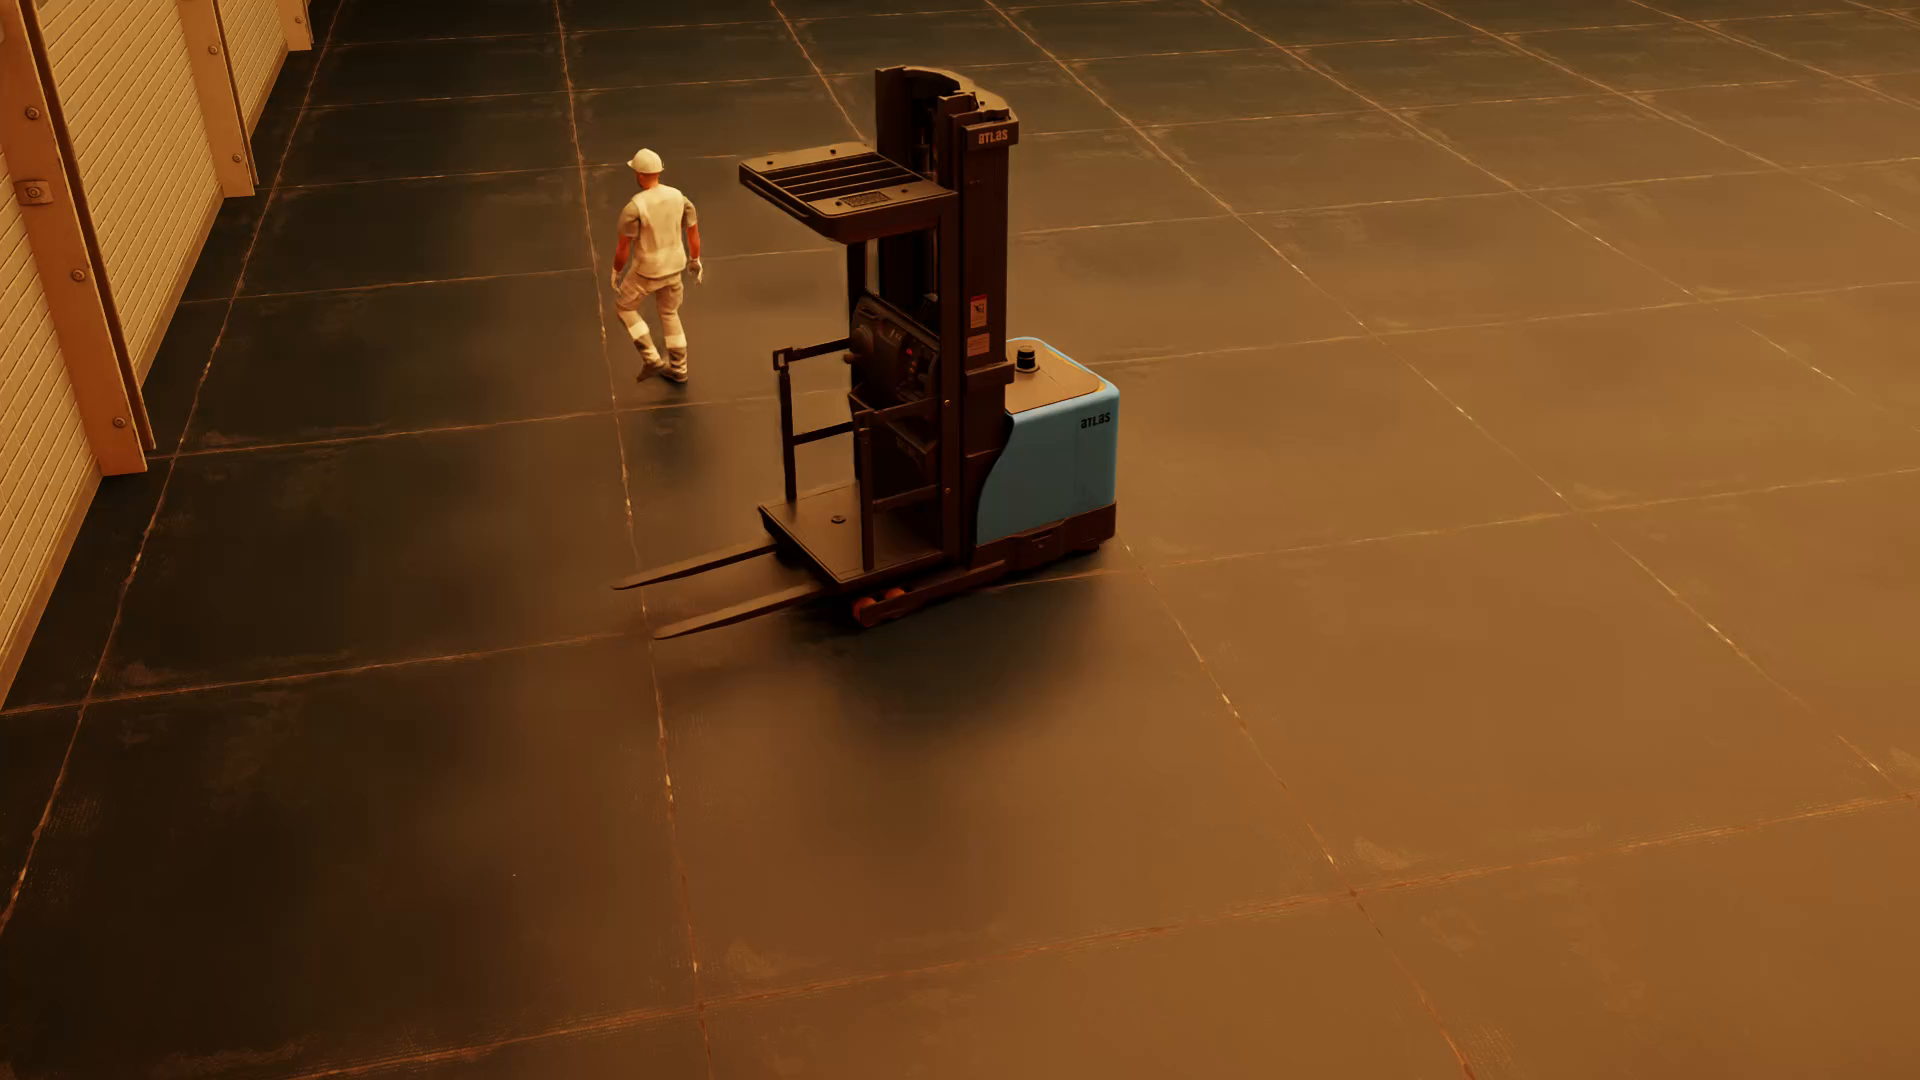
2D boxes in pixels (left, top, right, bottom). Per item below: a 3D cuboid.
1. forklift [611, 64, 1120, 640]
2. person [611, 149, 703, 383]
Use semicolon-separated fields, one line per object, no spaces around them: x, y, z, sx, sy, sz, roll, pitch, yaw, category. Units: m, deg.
-0.553;-1.069;9.420;3.031;2.935;1.130;-17;34;-27;forklift
-2.259;-1.995;12.184;0.704;1.767;0.463;-25;39;-37;person
